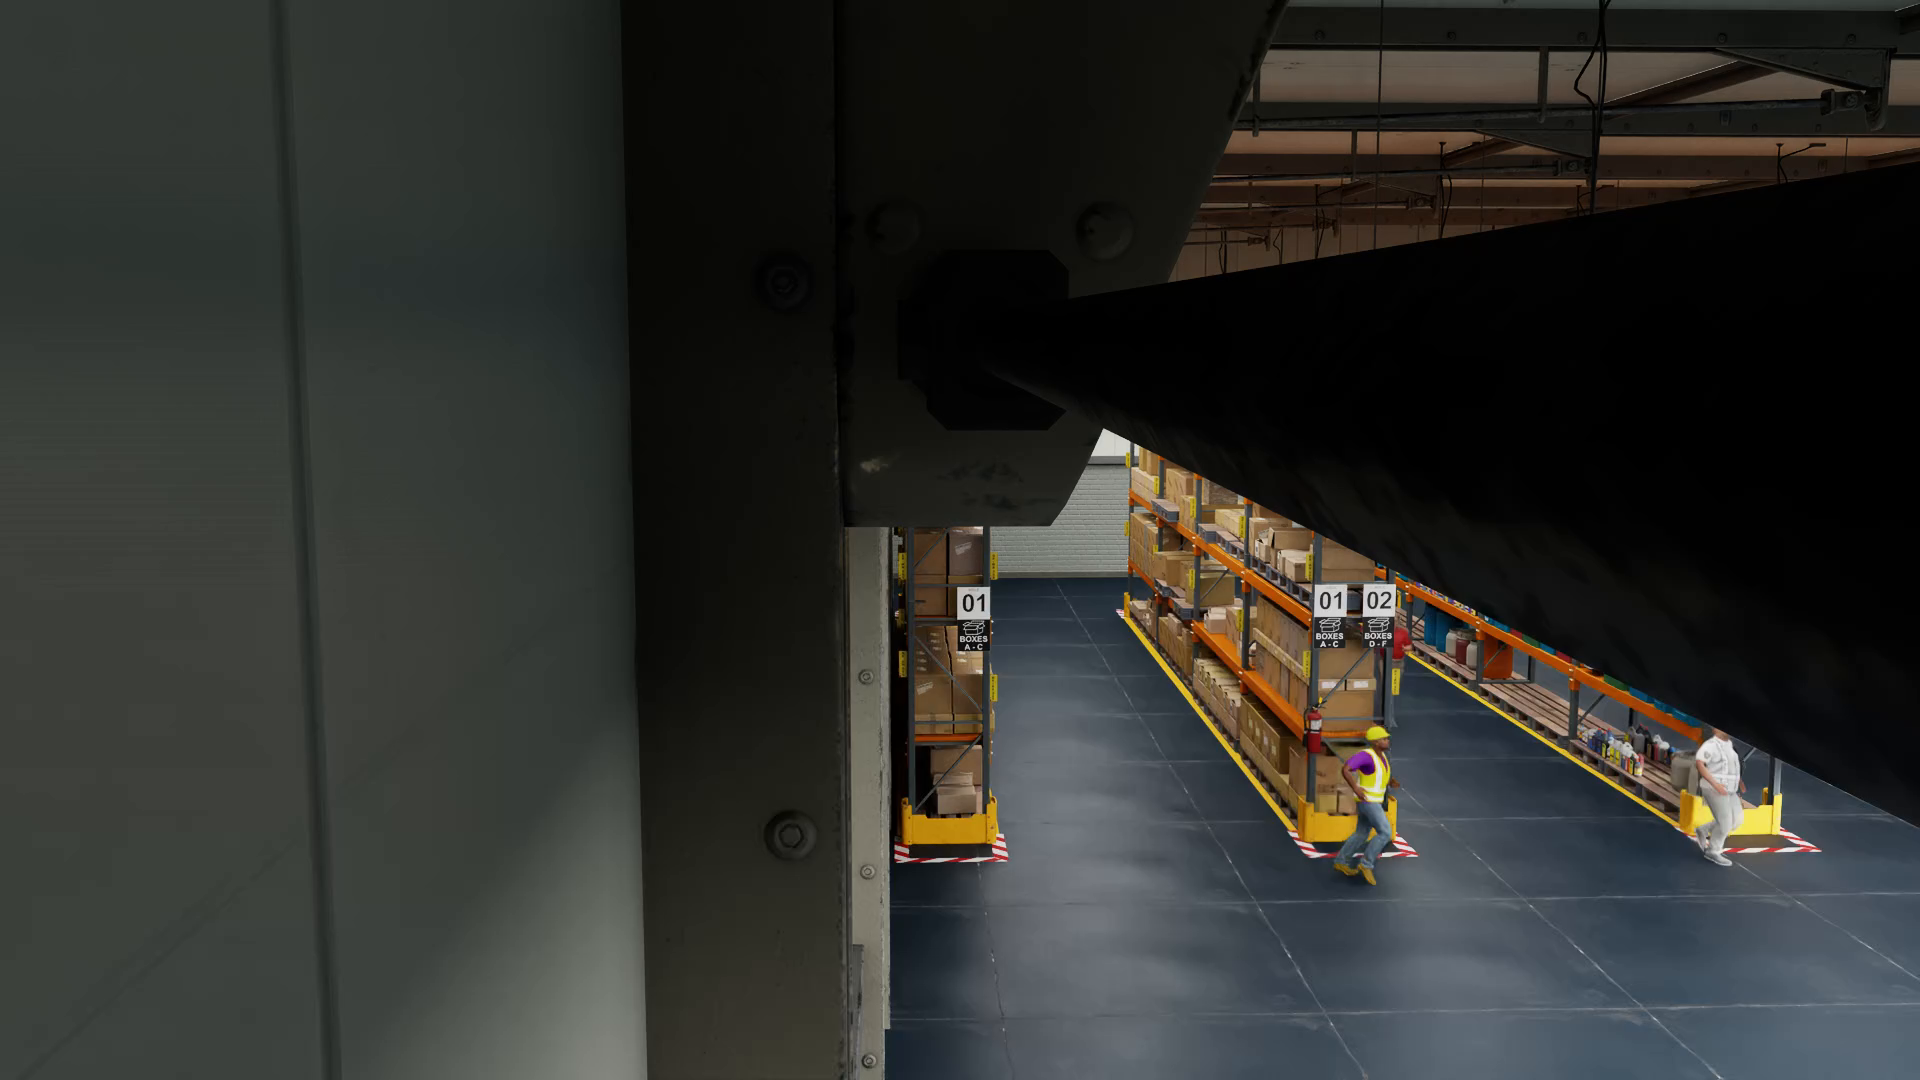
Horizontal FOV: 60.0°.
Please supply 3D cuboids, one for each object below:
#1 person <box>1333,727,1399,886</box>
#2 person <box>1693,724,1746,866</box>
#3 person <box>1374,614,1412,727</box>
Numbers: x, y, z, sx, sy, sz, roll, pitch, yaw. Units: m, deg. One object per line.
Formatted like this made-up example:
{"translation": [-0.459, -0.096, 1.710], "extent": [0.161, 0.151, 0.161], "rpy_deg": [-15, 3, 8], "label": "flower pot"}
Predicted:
{"translation": [4.705, 3.024, 19.176], "extent": [0.695, 1.777, 0.709], "rpy_deg": [3, 8, 25], "label": "person"}
{"translation": [9.061, 2.956, 19.807], "extent": [0.694, 1.746, 0.517], "rpy_deg": [-6, 9, -38], "label": "person"}
{"translation": [6.926, 2.053, 26.740], "extent": [0.637, 1.782, 0.848], "rpy_deg": [-1, 7, -11], "label": "person"}
